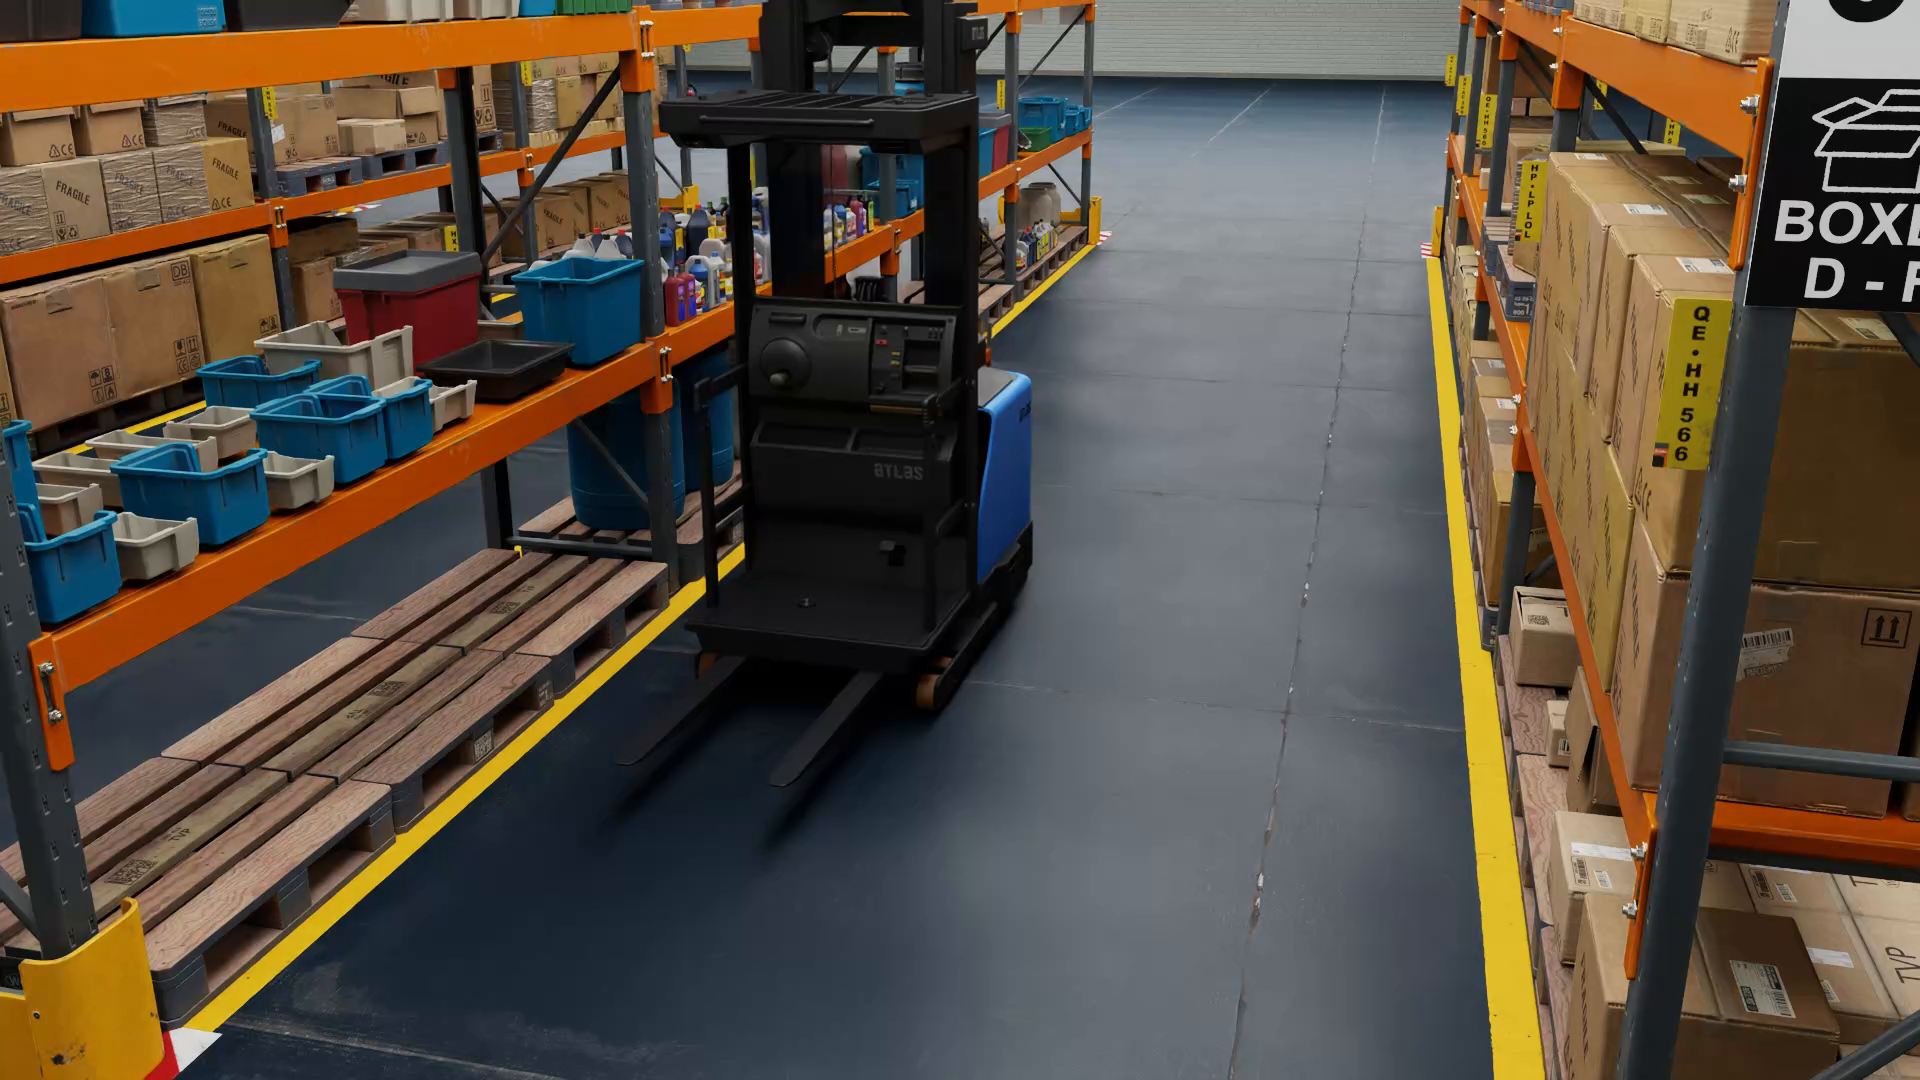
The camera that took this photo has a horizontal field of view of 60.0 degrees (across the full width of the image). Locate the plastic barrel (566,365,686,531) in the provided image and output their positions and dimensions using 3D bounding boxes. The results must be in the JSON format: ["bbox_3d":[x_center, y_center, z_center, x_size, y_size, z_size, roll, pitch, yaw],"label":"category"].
[{"bbox_3d":[-1.772,-0.563,8.793,0.600,0.901,0.708,5,19,13],"label":"plastic barrel"}]

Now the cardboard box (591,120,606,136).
[{"bbox_3d":[-4.072,-4.483,18.060,0.380,0.149,0.250,5,19,13],"label":"cardboard box"}]

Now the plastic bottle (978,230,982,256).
[{"bbox_3d":[0.184,-3.047,16.990,0.061,0.283,0.133,5,19,13],"label":"plastic bottle"}]

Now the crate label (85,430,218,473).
[{"bbox_3d":[-2.746,-0.287,5.703,0.396,0.136,0.243,5,19,13],"label":"crate label"}]

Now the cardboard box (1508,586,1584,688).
[{"bbox_3d":[2.569,0.383,6.906,0.500,0.311,0.500,5,19,13],"label":"cardboard box"}]

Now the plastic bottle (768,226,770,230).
[{"bbox_3d":[-1.065,-1.754,9.758,0.144,0.351,0.185,5,19,13],"label":"plastic bottle"}]

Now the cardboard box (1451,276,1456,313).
[{"bbox_3d":[4.497,-2.094,14.282,0.500,0.250,0.500,4,19,12],"label":"cardboard box"}]

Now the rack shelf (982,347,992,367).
[{"bbox_3d":[-0.018,-0.902,8.757,0.258,0.148,0.480,6,20,16],"label":"rack shelf"}]

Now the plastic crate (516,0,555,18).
[{"bbox_3d":[-1.834,-2.218,6.659,0.416,0.233,0.300,5,19,13],"label":"plastic crate"}]

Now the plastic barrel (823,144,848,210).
[{"bbox_3d":[-1.124,-2.676,12.171,0.600,0.536,0.708,5,19,13],"label":"plastic barrel"}]

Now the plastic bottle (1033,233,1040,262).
[{"bbox_3d":[0.760,-2.946,16.695,0.061,0.283,0.133,6,20,16],"label":"plastic bottle"}]

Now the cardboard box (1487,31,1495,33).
[{"bbox_3d":[5.183,-4.420,15.325,0.700,0.500,0.500,5,19,13],"label":"cardboard box"}]

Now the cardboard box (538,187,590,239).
[{"bbox_3d":[-4.425,-3.606,18.322,0.500,0.500,0.500,3,19,9],"label":"cardboard box"}]

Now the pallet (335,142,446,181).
[{"bbox_3d":[-5.303,-3.366,14.699,1.003,0.211,1.213,5,19,13],"label":"pallet"}]

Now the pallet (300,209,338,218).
[{"bbox_3d":[-8.697,-4.188,21.122,1.003,0.211,1.213,5,19,13],"label":"pallet"}]

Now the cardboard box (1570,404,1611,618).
[{"bbox_3d":[2.000,-0.070,4.598,0.500,0.500,0.500,5,19,14],"label":"cardboard box"}]

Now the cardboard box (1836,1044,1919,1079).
[{"bbox_3d":[2.400,1.408,4.128,0.380,0.166,0.250,5,19,13],"label":"cardboard box"}]

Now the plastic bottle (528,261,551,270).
[{"bbox_3d":[-2.138,-1.279,8.483,0.152,0.276,0.135,5,19,13],"label":"plastic bottle"}]

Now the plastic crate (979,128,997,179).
[{"bbox_3d":[0.065,-3.318,14.286,0.392,0.384,0.575,5,19,13],"label":"plastic crate"}]

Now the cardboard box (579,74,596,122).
[{"bbox_3d":[-4.419,-4.730,17.780,0.875,0.500,0.500,5,19,13],"label":"cardboard box"}]

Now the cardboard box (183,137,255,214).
[{"bbox_3d":[-5.627,-2.706,12.316,0.500,0.500,0.500,5,20,15],"label":"cardboard box"}]

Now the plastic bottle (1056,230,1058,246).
[{"bbox_3d":[0.987,-3.223,17.632,0.097,0.201,0.097,0,19,0],"label":"plastic bottle"}]

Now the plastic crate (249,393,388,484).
[{"bbox_3d":[-2.197,-0.348,5.732,0.416,0.233,0.300,5,19,13],"label":"plastic crate"}]

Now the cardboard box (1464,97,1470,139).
[{"bbox_3d":[5.686,-4.459,17.448,0.700,0.500,0.500,5,19,13],"label":"cardboard box"}]

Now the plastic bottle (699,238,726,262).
[{"bbox_3d":[-1.360,-1.547,9.268,0.152,0.276,0.135,5,19,13],"label":"plastic bottle"}]

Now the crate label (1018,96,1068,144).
[{"bbox_3d":[0.823,-4.368,17.281,0.502,0.435,0.616,5,19,13],"label":"crate label"}]

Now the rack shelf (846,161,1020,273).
[{"bbox_3d":[-0.455,-2.729,13.648,1.077,0.370,4.000,5,19,13],"label":"rack shelf"}]

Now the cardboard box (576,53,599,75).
[{"bbox_3d":[-4.170,-5.183,17.559,0.500,0.500,0.500,5,19,13],"label":"cardboard box"}]

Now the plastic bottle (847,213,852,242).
[{"bbox_3d":[-0.755,-2.050,10.856,0.097,0.201,0.097,0,19,0],"label":"plastic bottle"}]

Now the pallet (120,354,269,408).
[{"bbox_3d":[-6.013,-1.273,12.587,1.003,0.211,1.213,5,19,13],"label":"pallet"}]

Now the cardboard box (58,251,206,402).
[{"bbox_3d":[-6.161,-1.533,11.673,1.225,0.875,0.875,5,19,14],"label":"cardboard box"}]

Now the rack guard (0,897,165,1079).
[{"bbox_3d":[-2.892,1.257,4.735,1.175,0.500,0.348,5,19,13],"label":"rack guard"}]

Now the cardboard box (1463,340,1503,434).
[{"bbox_3d":[3.470,-0.955,10.529,0.500,0.500,0.500,6,20,16],"label":"cardboard box"}]

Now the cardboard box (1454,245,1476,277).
[{"bbox_3d":[4.493,-2.357,14.183,0.500,0.311,0.500,5,19,14],"label":"cardboard box"}]

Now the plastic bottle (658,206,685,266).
[{"bbox_3d":[-1.745,-1.824,9.964,0.144,0.351,0.185,5,19,13],"label":"plastic bottle"}]

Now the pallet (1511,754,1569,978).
[{"bbox_3d":[2.416,1.122,5.575,1.003,0.211,1.213,5,19,13],"label":"pallet"}]

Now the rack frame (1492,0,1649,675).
[{"bbox_3d":[2.881,-0.796,6.878,1.000,3.000,0.127,5,19,13],"label":"rack frame"}]

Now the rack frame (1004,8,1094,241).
[{"bbox_3d":[1.011,-4.950,19.038,1.000,3.000,0.127,5,19,13],"label":"rack frame"}]

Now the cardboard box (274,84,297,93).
[{"bbox_3d":[-8.737,-5.541,20.538,0.875,0.550,0.550,5,19,13],"label":"cardboard box"}]

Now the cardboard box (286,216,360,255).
[{"bbox_3d":[-5.492,-2.593,14.165,0.500,0.250,0.500,7,20,20],"label":"cardboard box"}]

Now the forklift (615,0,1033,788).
[{"bbox_3d":[-0.527,-0.798,6.989,1.130,2.935,3.031,5,20,15],"label":"forklift"}]

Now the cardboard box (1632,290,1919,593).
[{"bbox_3d":[1.746,-0.224,3.501,0.500,0.500,0.500,4,19,13],"label":"cardboard box"}]

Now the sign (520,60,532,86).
[{"bbox_3d":[-4.230,-4.592,16.200,0.100,0.325,0.005,5,19,13],"label":"sign"}]

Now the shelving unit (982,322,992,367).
[{"bbox_3d":[-0.018,-0.531,8.884,0.258,1.200,0.503,6,20,16],"label":"shelving unit"}]

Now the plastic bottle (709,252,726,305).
[{"bbox_3d":[-1.295,-1.391,8.820,0.097,0.271,0.097,0,19,0],"label":"plastic bottle"}]

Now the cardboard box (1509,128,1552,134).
[{"bbox_3d":[4.503,-2.946,13.018,0.500,0.500,0.500,6,20,17],"label":"cardboard box"}]

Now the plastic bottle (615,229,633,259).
[{"bbox_3d":[-1.829,-1.526,9.090,0.144,0.351,0.185,5,19,13],"label":"plastic bottle"}]

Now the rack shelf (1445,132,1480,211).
[{"bbox_3d":[5.324,-3.590,16.170,1.077,0.370,4.000,5,19,13],"label":"rack shelf"}]

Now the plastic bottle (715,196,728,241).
[{"bbox_3d":[-1.553,-2.093,10.856,0.061,0.283,0.133,5,19,13],"label":"plastic bottle"}]

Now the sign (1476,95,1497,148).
[{"bbox_3d":[3.319,-2.640,10.486,0.100,0.325,0.005,5,19,13],"label":"sign"}]

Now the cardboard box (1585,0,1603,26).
[{"bbox_3d":[2.396,-1.855,5.570,0.500,0.250,0.500,5,19,13],"label":"cardboard box"}]

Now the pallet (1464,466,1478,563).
[{"bbox_3d":[3.339,-0.118,9.206,1.003,0.211,1.213,5,19,13],"label":"pallet"}]

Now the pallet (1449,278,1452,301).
[{"bbox_3d":[5.071,-2.230,15.389,1.003,0.211,1.213,5,19,13],"label":"pallet"}]

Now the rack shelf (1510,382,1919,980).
[{"bbox_3d":[2.392,0.171,5.159,1.077,0.370,4.000,5,19,13],"label":"rack shelf"}]

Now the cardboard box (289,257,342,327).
[{"bbox_3d":[-5.603,-2.070,13.794,0.700,0.500,0.500,4,19,10],"label":"cardboard box"}]

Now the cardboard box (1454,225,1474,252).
[{"bbox_3d":[4.870,-2.874,15.406,0.500,0.500,0.500,5,19,13],"label":"cardboard box"}]
